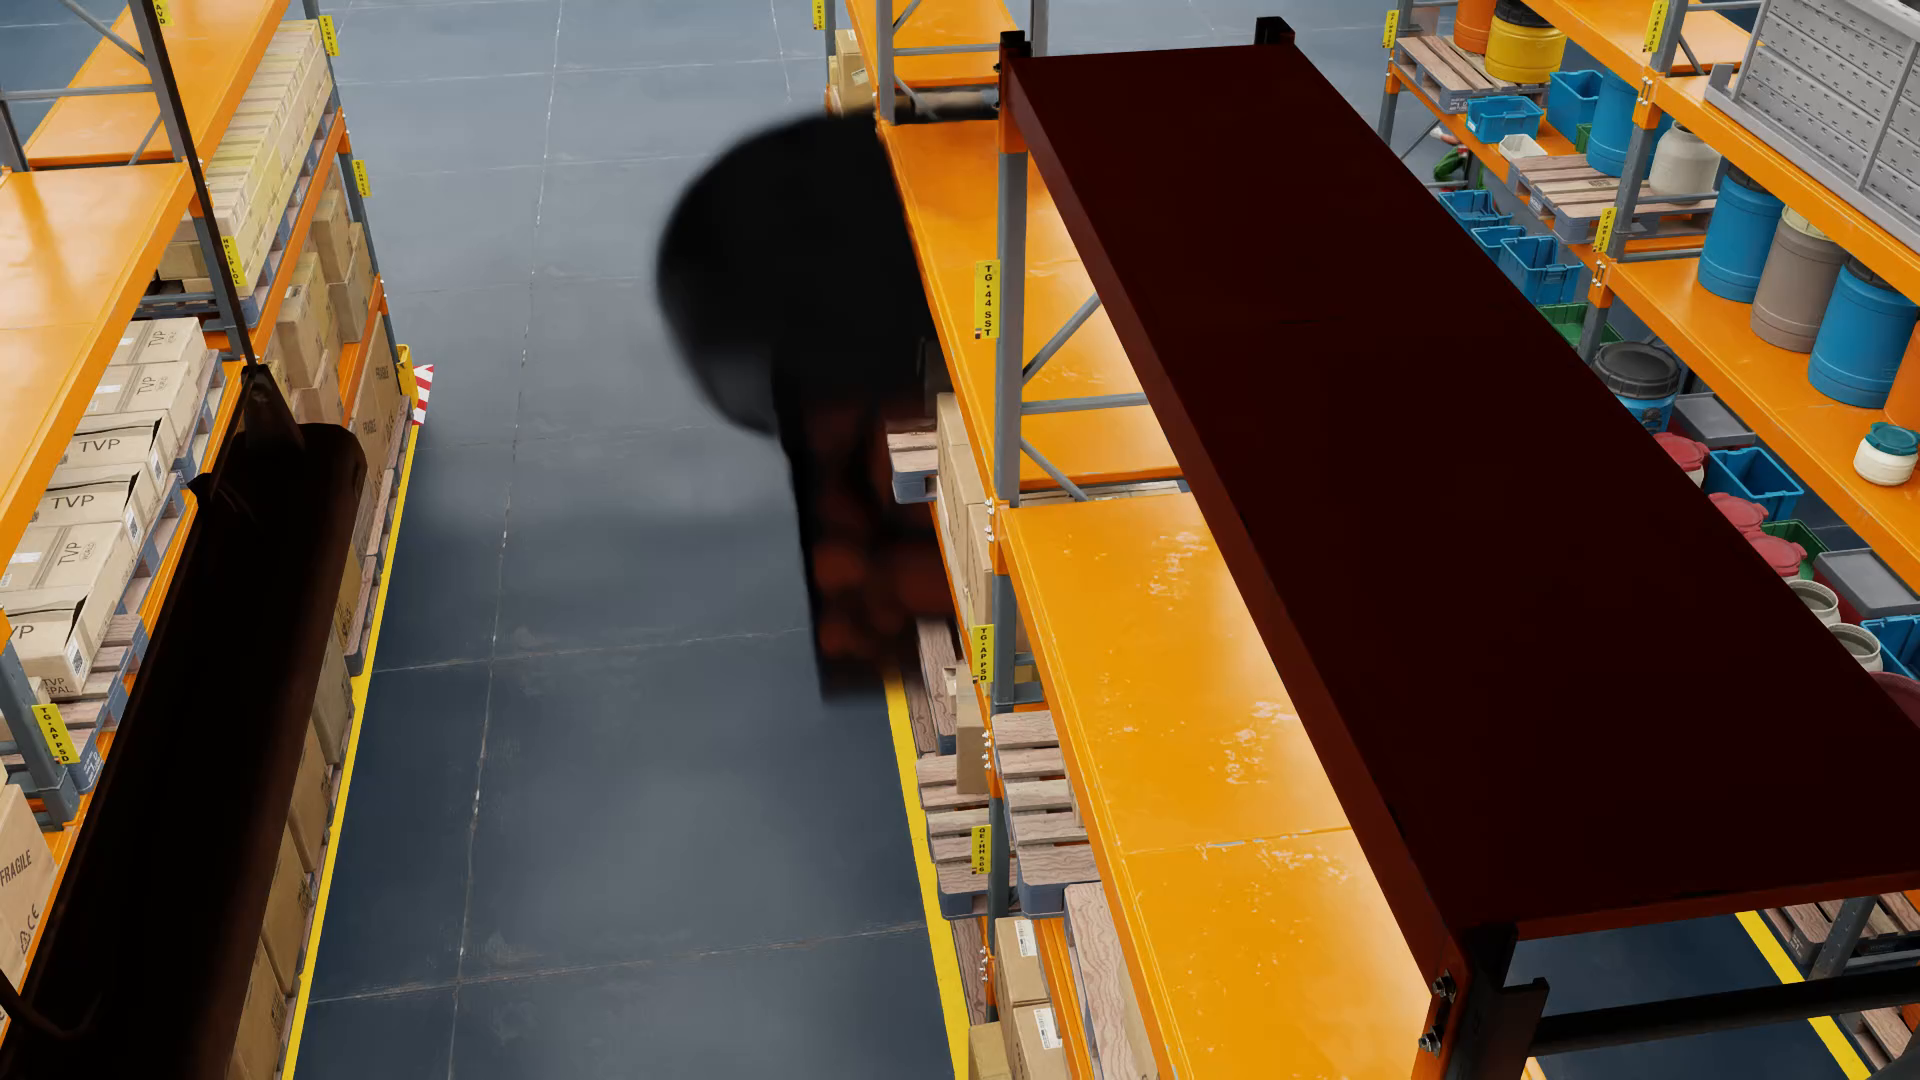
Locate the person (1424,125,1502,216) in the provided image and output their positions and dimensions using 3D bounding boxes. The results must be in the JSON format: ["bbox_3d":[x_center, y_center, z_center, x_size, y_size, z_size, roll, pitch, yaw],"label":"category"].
[{"bbox_3d":[5.393,-4.071,17.631,0.991,1.686,0.711,11,38,15],"label":"person"}]
